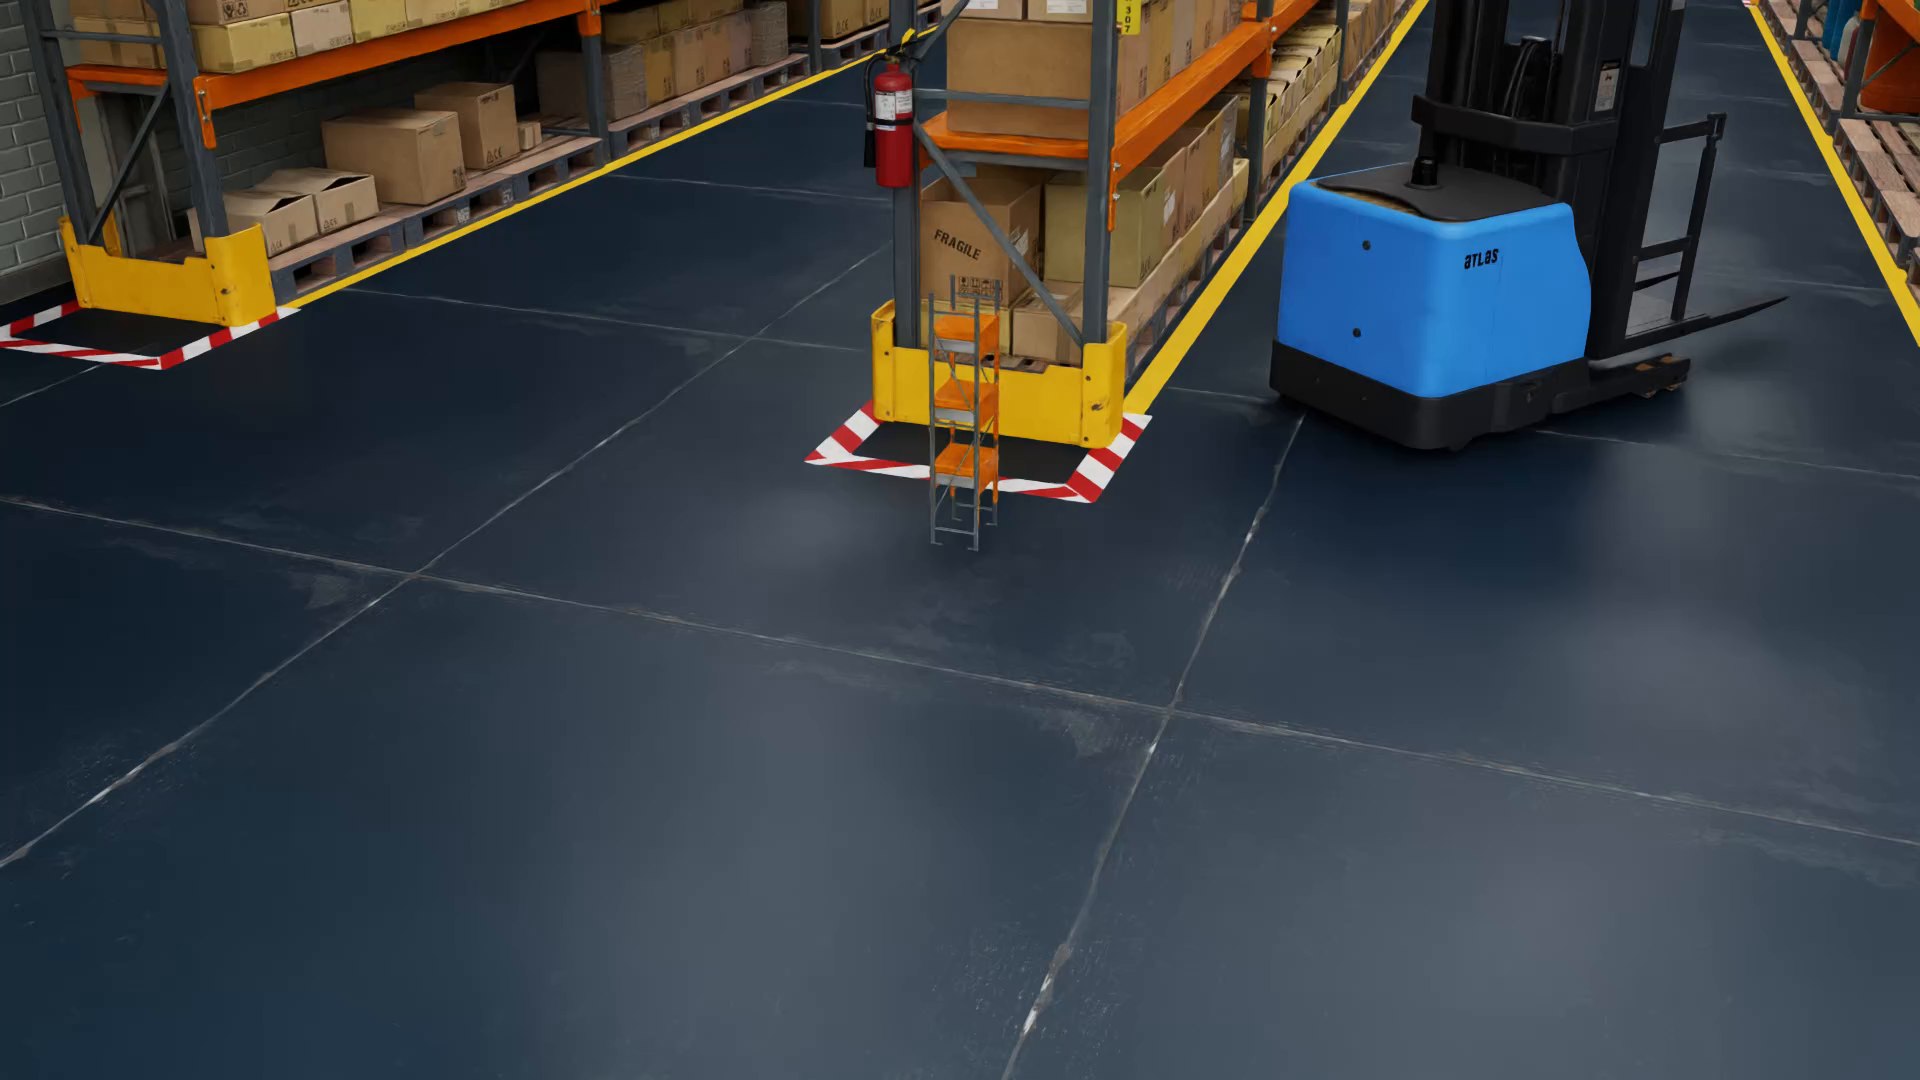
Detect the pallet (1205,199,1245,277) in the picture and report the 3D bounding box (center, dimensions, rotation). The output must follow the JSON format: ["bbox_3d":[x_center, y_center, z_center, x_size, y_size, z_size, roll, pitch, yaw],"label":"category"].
[{"bbox_3d":[1.210,-1.994,10.627,1.003,0.211,1.213,9,27,17],"label":"pallet"}]

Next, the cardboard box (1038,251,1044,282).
[{"bbox_3d":[0.238,-1.348,8.766,0.500,0.250,0.500,9,27,17],"label":"cardboard box"}]

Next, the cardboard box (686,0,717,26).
[{"bbox_3d":[-2.433,-4.600,14.313,0.500,0.250,0.500,9,27,17],"label":"cardboard box"}]

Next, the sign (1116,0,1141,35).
[{"bbox_3d":[0.705,-2.269,6.909,0.100,0.325,0.005,9,27,17],"label":"sign"}]

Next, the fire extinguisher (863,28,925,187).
[{"bbox_3d":[-0.294,-1.910,7.342,0.296,0.674,0.183,9,27,17],"label":"fire extinguisher"}]

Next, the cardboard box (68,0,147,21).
[{"bbox_3d":[-4.533,-3.147,9.096,0.500,0.500,0.500,8,27,17],"label":"cardboard box"}]

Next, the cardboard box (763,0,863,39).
[{"bbox_3d":[-1.459,-5.435,16.519,0.750,0.750,0.750,8,27,17],"label":"cardboard box"}]

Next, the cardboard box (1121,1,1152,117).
[{"bbox_3d":[0.521,-2.378,8.104,0.700,0.500,0.500,9,27,19],"label":"cardboard box"}]

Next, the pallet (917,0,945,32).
[{"bbox_3d":[-0.682,-5.991,18.882,1.003,0.211,1.213,9,27,17],"label":"pallet"}]

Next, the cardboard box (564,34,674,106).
[{"bbox_3d":[-2.805,-3.884,13.694,0.700,0.500,0.500,8,27,16],"label":"cardboard box"}]

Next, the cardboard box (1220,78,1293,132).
[{"bbox_3d":[2.058,-3.113,11.766,0.500,0.311,0.500,8,27,17],"label":"cardboard box"}]

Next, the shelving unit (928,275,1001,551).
[{"bbox_3d":[0.018,-0.495,6.567,0.215,1.050,0.252,9,27,17],"label":"shelving unit"}]

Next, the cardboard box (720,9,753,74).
[{"bbox_3d":[-2.299,-4.505,14.977,0.700,0.500,0.500,9,27,17],"label":"cardboard box"}]

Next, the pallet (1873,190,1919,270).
[{"bbox_3d":[6.409,-1.923,10.480,1.003,0.211,1.213,9,27,17],"label":"pallet"}]

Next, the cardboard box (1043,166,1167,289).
[{"bbox_3d":[0.736,-1.609,8.444,0.500,0.500,0.500,9,27,17],"label":"cardboard box"}]

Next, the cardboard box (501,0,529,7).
[{"bbox_3d":[-3.204,-3.786,11.277,0.500,0.250,0.500,9,27,18],"label":"cardboard box"}]

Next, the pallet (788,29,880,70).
[{"bbox_3d":[-1.494,-4.989,16.811,1.003,0.211,1.213,9,27,17],"label":"pallet"}]

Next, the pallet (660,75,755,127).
[{"bbox_3d":[-2.496,-3.855,14.470,1.003,0.211,1.213,9,27,17],"label":"pallet"}]

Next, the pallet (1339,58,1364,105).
[{"bbox_3d":[3.129,-4.260,15.306,1.003,0.211,1.213,9,27,17],"label":"pallet"}]

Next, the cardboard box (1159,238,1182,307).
[{"bbox_3d":[0.901,-1.477,9.032,0.500,0.250,0.500,9,27,17],"label":"cardboard box"}]

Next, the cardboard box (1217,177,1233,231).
[{"bbox_3d":[1.390,-2.095,10.309,0.500,0.250,0.500,9,27,17],"label":"cardboard box"}]

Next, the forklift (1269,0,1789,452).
[{"bbox_3d":[3.025,-2.194,7.918,3.031,2.935,1.130,-16,30,-30],"label":"forklift"}]

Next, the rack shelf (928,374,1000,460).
[{"bbox_3d":[0.018,-0.485,6.571,0.215,0.259,0.240,9,27,17],"label":"rack shelf"}]

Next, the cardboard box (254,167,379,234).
[{"bbox_3d":[-3.985,-2.136,10.301,0.500,0.311,0.500,11,28,22],"label":"cardboard box"}]

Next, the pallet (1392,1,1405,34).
[{"bbox_3d":[4.406,-5.885,18.662,1.003,0.211,1.213,9,27,17],"label":"pallet"}]

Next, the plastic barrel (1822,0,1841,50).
[{"bbox_3d":[8.649,-5.161,15.894,0.600,0.901,0.708,9,27,17],"label":"plastic barrel"}]

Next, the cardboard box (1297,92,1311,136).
[{"bbox_3d":[2.393,-3.283,12.763,0.500,0.250,0.500,9,27,18],"label":"cardboard box"}]

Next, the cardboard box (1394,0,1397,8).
[{"bbox_3d":[4.520,-5.987,18.253,0.500,0.311,0.500,9,27,17],"label":"cardboard box"}]

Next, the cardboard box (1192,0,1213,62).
[{"bbox_3d":[1.032,-3.008,9.407,0.700,0.500,0.500,9,27,18],"label":"cardboard box"}]

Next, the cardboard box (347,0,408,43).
[{"bbox_3d":[-3.693,-3.163,9.990,0.500,0.250,0.500,8,27,17],"label":"cardboard box"}]

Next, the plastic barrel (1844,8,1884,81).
[{"bbox_3d":[8.038,-4.265,14.402,0.600,0.588,0.708,9,27,17],"label":"plastic barrel"}]

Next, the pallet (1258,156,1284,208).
[{"bbox_3d":[1.723,-2.623,11.926,1.003,0.211,1.213,9,27,17],"label":"pallet"}]

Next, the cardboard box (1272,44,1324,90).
[{"bbox_3d":[2.566,-3.745,13.073,0.500,0.311,0.500,9,27,17],"label":"cardboard box"}]

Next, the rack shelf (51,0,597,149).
[{"bbox_3d":[-3.824,-3.141,10.621,1.077,0.370,4.000,9,27,17],"label":"rack shelf"}]

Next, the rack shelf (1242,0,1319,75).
[{"bbox_3d":[2.180,-4.068,12.536,1.077,0.370,4.000,9,27,17],"label":"rack shelf"}]

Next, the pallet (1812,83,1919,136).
[{"bbox_3d":[7.738,-3.569,13.879,1.003,0.211,1.213,9,27,17],"label":"pallet"}]

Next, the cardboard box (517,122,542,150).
[{"bbox_3d":[-3.308,-2.985,12.220,0.380,0.166,0.250,5,26,11],"label":"cardboard box"}]

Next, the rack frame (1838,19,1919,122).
[{"bbox_3d":[7.515,-4.494,12.590,1.000,3.000,0.127,9,27,17],"label":"rack frame"}]

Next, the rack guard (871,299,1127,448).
[{"bbox_3d":[0.175,-0.791,7.811,1.175,0.500,0.348,9,27,17],"label":"rack guard"}]

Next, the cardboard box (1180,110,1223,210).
[{"bbox_3d":[1.226,-2.227,9.720,0.500,0.500,0.500,9,27,17],"label":"cardboard box"}]

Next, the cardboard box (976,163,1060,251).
[{"bbox_3d":[0.400,-1.892,9.028,0.500,0.500,0.500,9,27,17],"label":"cardboard box"}]

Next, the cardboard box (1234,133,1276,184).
[{"bbox_3d":[1.882,-2.651,11.457,0.500,0.250,0.500,8,27,16],"label":"cardboard box"}]

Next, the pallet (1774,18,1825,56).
[{"bbox_3d":[9.054,-5.191,17.228,1.003,0.211,1.213,9,27,17],"label":"pallet"}]

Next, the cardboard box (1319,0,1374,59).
[{"bbox_3d":[3.607,-4.854,15.696,0.500,0.500,0.500,8,27,17],"label":"cardboard box"}]

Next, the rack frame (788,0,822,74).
[{"bbox_3d":[-1.827,-5.931,15.557,1.000,3.000,0.127,9,27,17],"label":"rack frame"}]

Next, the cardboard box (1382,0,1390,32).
[{"bbox_3d":[4.110,-5.484,16.999,0.500,0.500,0.500,9,27,18],"label":"cardboard box"}]

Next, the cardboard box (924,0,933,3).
[{"bbox_3d":[-0.590,-6.510,18.738,0.750,0.750,0.750,9,27,18],"label":"cardboard box"}]

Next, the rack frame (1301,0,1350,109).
[{"bbox_3d":[2.845,-5.214,14.076,1.000,3.000,0.127,9,27,17],"label":"rack frame"}]

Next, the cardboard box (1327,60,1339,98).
[{"bbox_3d":[2.900,-3.914,14.064,0.500,0.250,0.500,9,27,19],"label":"cardboard box"}]

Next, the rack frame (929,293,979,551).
[{"bbox_3d":[-0.023,-0.444,6.463,0.200,1.050,0.008,9,27,17],"label":"rack frame"}]

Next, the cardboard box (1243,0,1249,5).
[{"bbox_3d":[1.637,-3.711,11.145,0.500,0.250,0.500,11,28,21],"label":"cardboard box"}]
